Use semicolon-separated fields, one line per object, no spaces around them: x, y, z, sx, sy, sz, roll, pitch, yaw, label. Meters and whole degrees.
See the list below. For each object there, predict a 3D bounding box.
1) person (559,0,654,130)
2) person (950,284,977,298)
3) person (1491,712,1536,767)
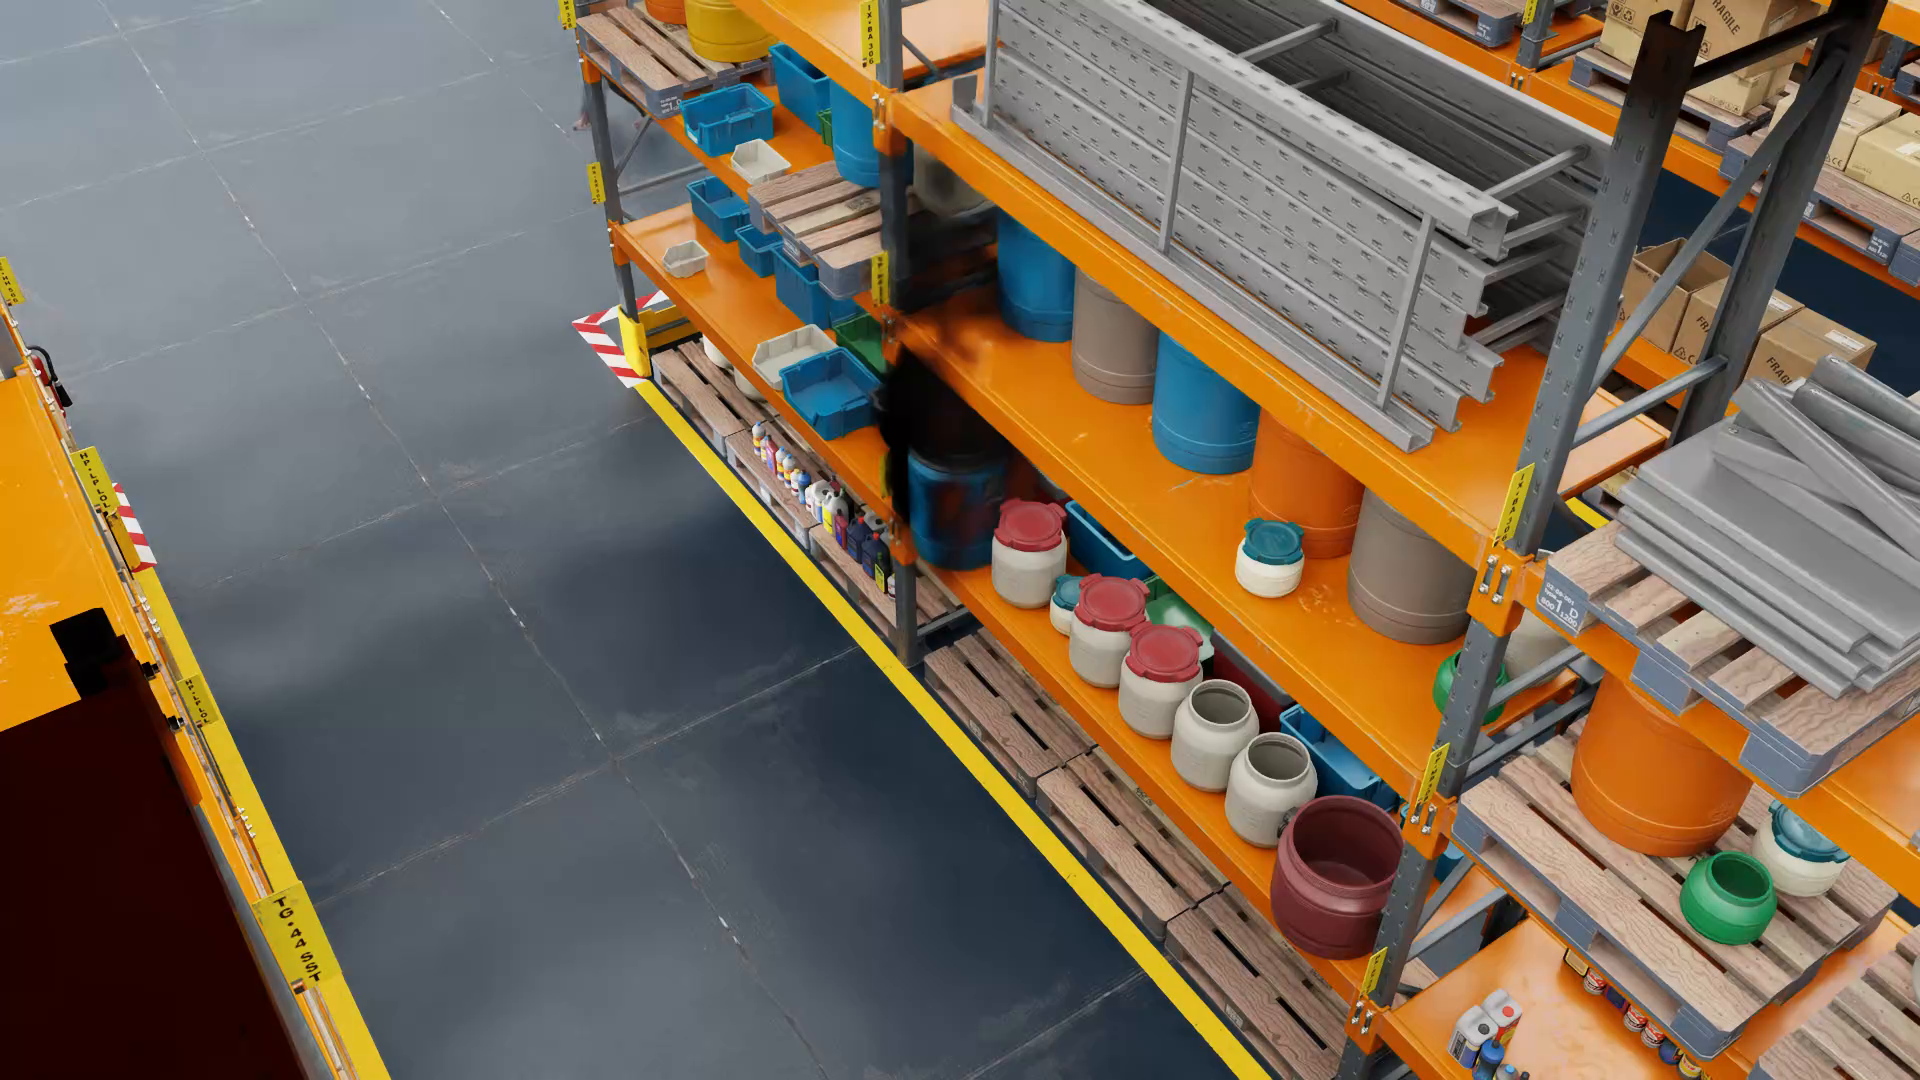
-3.319;-4.581;15.499;0.836;1.688;0.563;-4;43;-4;person
-0.053;-2.385;12.702;0.612;1.646;0.550;-33;52;-30;person
3.229;0.704;9.417;0.553;1.568;0.504;-30;51;-29;person
